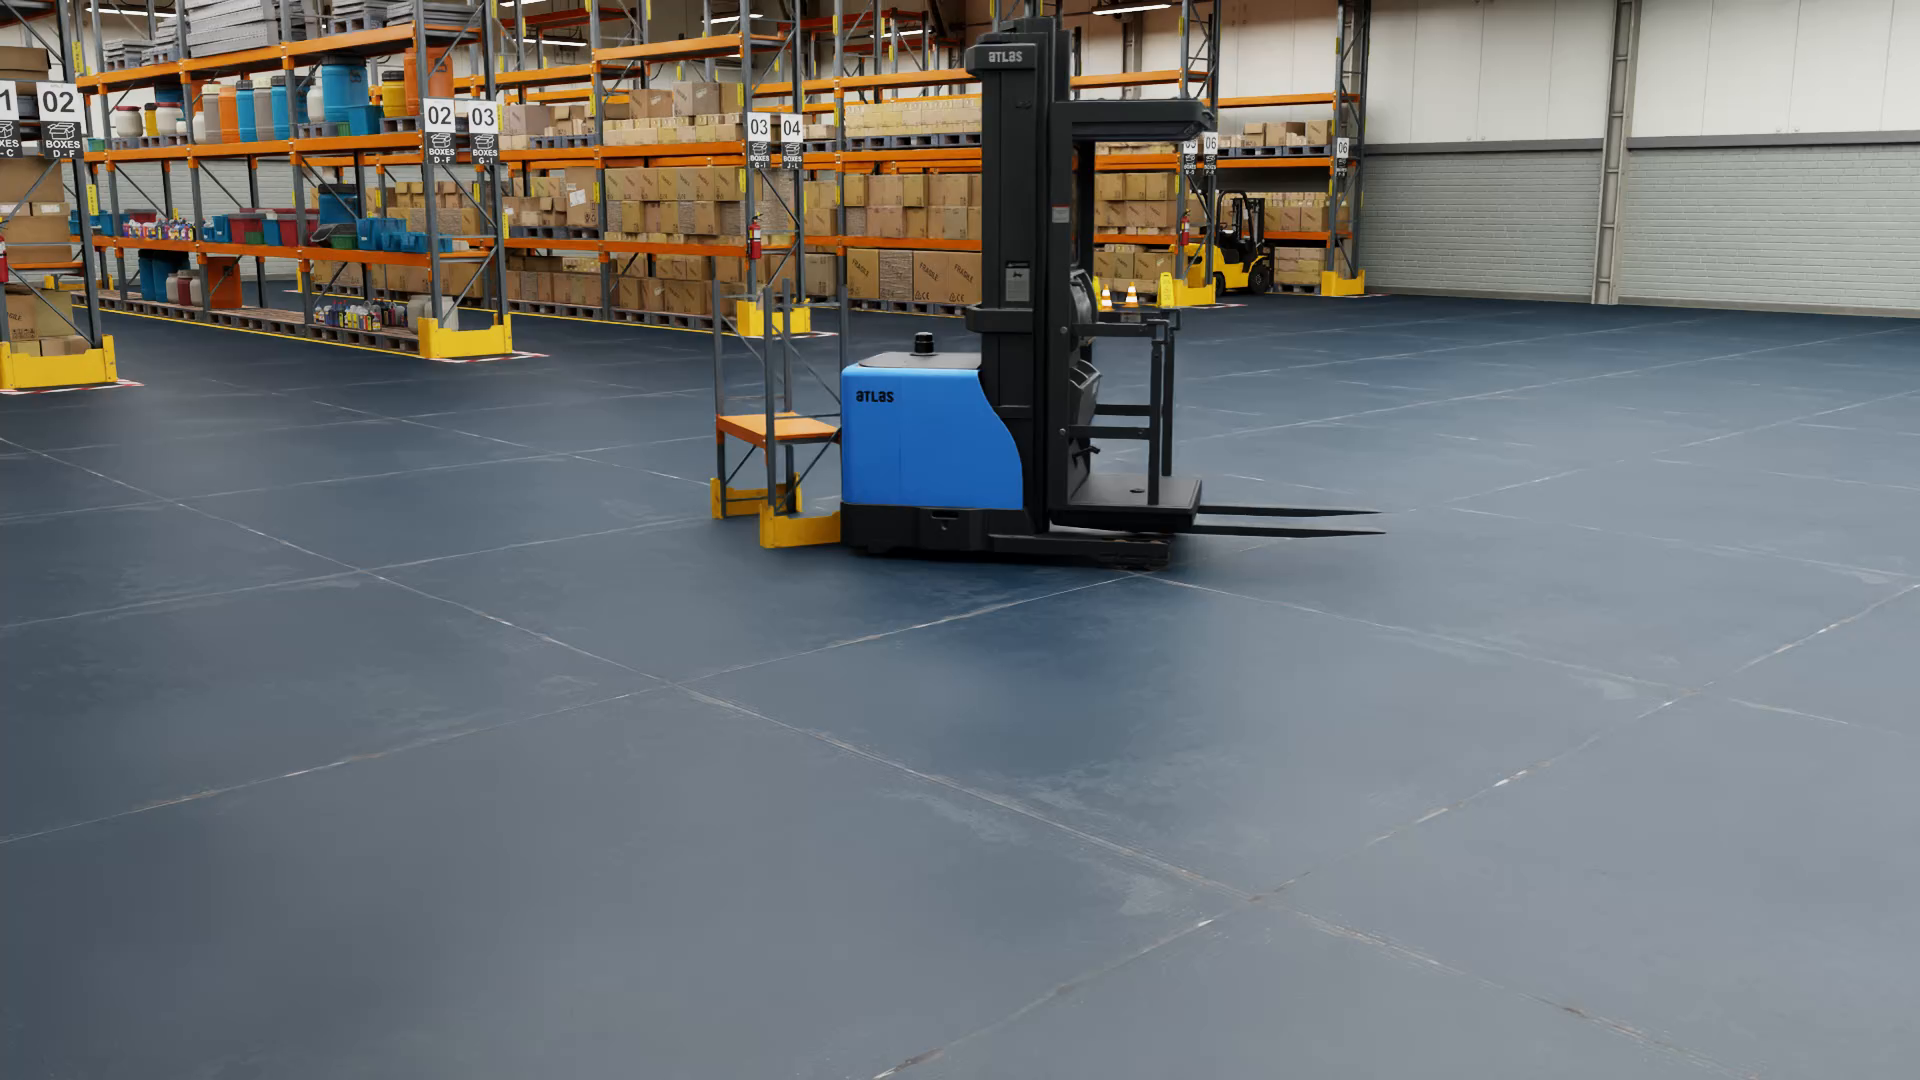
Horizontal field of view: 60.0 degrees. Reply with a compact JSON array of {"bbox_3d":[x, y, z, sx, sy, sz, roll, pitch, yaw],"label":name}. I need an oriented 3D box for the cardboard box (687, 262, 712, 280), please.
[{"bbox_3d":[-5.243,-5.444,34.056,0.500,0.500,0.500,-11,16,-43],"label":"cardboard box"}]

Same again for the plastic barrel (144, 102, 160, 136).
[{"bbox_3d":[-13.824,-7.282,28.884,0.600,0.588,0.600,0,12,0],"label":"plastic barrel"}]

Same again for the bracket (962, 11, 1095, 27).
[{"bbox_3d":[1.728,-12.824,40.933,0.076,0.066,4.783,-11,16,-43],"label":"bracket"}]

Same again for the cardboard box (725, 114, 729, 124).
[{"bbox_3d":[-3.244,-6.202,24.529,0.250,0.149,0.380,11,16,43],"label":"cardboard box"}]

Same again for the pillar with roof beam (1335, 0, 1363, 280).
[{"bbox_3d":[5.080,-9.198,32.256,9.100,9.000,0.548,-11,16,-43],"label":"pillar with roof beam"}]

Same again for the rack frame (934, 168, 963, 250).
[{"bbox_3d":[-0.264,-8.384,43.170,1.000,3.000,0.127,-11,16,-43],"label":"rack frame"}]

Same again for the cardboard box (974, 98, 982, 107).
[{"bbox_3d":[0.447,-7.229,27.489,0.380,0.149,0.250,-11,16,-42],"label":"cardboard box"}]

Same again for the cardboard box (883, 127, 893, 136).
[{"bbox_3d":[-1.127,-7.171,29.187,0.380,0.149,0.250,-11,16,-43],"label":"cardboard box"}]

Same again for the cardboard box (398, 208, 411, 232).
[{"bbox_3d":[-10.534,-6.184,32.247,0.500,0.500,0.500,-11,16,-42],"label":"cardboard box"}]

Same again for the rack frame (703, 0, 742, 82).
[{"bbox_3d":[-4.599,-9.341,32.952,1.000,3.000,0.127,-11,16,-43],"label":"rack frame"}]

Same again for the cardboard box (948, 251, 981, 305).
[{"bbox_3d":[0.409,-4.490,28.498,0.875,0.875,0.875,-11,16,-42],"label":"cardboard box"}]

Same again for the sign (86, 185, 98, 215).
[{"bbox_3d":[-9.494,-3.719,18.185,0.100,0.325,0.005,-11,16,-43],"label":"sign"}]

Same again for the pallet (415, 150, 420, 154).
[{"bbox_3d":[-9.514,-7.353,31.201,1.003,0.211,1.213,-10,15,-40],"label":"pallet"}]

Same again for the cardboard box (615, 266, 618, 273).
[{"bbox_3d":[-7.620,-6.064,37.198,0.380,0.149,0.250,-11,16,-42],"label":"cardboard box"}]

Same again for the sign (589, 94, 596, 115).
[{"bbox_3d":[-5.893,-6.980,26.668,0.100,0.325,0.005,-11,16,-43],"label":"sign"}]

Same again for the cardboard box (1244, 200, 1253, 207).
[{"bbox_3d":[6.344,-7.271,35.915,0.380,0.149,0.250,-11,16,-44],"label":"cardboard box"}]

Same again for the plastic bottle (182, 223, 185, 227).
[{"bbox_3d":[-13.479,-5.378,28.901,0.097,0.271,0.097,0,12,0],"label":"plastic bottle"}]

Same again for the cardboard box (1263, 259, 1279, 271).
[{"bbox_3d":[6.750,-5.911,35.702,0.500,0.250,0.500,-11,16,-44],"label":"cardboard box"}]

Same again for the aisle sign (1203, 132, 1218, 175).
[{"bbox_3d":[4.703,-7.248,31.213,0.394,0.787,0.004,-11,16,-43],"label":"aisle sign"}]

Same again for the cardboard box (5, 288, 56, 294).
[{"bbox_3d":[-10.810,-2.659,19.297,0.500,0.500,0.500,-11,16,-43],"label":"cardboard box"}]

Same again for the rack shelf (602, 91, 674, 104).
[{"bbox_3d":[-5.981,-9.085,34.482,1.077,0.370,4.000,-11,16,-43],"label":"rack shelf"}]

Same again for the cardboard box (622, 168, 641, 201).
[{"bbox_3d":[-5.021,-5.653,26.456,0.500,0.500,0.500,-11,16,-43],"label":"cardboard box"}]

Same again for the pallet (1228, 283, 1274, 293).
[{"bbox_3d":[6.626,-5.550,36.329,1.003,0.211,1.213,-11,16,-43],"label":"pallet"}]

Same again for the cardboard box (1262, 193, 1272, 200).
[{"bbox_3d":[6.669,-7.340,35.512,0.380,0.149,0.250,-10,16,-41],"label":"cardboard box"}]

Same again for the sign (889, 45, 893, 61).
[{"bbox_3d":[-1.488,-10.503,35.883,0.100,0.325,0.005,-11,16,-43],"label":"sign"}]

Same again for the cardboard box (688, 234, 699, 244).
[{"bbox_3d":[-3.953,-4.629,25.569,0.380,0.149,0.250,-11,16,-43],"label":"cardboard box"}]

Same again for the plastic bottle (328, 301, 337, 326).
[{"bbox_3d":[-8.819,-3.195,23.461,0.144,0.351,0.185,-10,16,-41],"label":"plastic bottle"}]

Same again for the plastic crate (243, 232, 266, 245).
[{"bbox_3d":[-10.483,-4.564,25.155,0.450,0.188,0.662,-11,16,-43],"label":"plastic crate"}]

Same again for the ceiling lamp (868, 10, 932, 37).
[{"bbox_3d":[-1.275,-13.752,39.896,0.800,3.185,2.000,-11,16,-43],"label":"ceiling lamp"}]

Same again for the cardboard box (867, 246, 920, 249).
[{"bbox_3d":[-1.506,-6.385,37.694,0.875,0.875,0.875,-11,16,-43],"label":"cardboard box"}]

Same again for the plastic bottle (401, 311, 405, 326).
[{"bbox_3d":[-7.857,-3.131,23.520,0.097,0.201,0.097,0,12,0],"label":"plastic bottle"}]

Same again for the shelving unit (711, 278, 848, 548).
[{"bbox_3d":[-1.100,-0.808,10.119,0.587,1.500,1.083,-5,13,-24],"label":"shelving unit"}]

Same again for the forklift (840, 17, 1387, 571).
[{"bbox_3d":[0.887,-1.383,9.360,3.031,2.935,1.130,2,12,11],"label":"forklift"}]

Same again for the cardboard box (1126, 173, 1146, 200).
[{"bbox_3d":[3.581,-6.744,31.747,0.700,0.500,0.500,-11,16,-42],"label":"cardboard box"}]

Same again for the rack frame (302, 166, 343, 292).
[{"bbox_3d":[-13.781,-6.894,35.941,1.000,3.000,0.127,-11,16,-43],"label":"rack frame"}]

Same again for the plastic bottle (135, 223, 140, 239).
[{"bbox_3d":[-14.244,-5.362,28.825,0.097,0.271,0.097,0,12,0],"label":"plastic bottle"}]

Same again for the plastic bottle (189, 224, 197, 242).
[{"bbox_3d":[-12.427,-4.979,26.934,0.061,0.283,0.133,-11,16,-43],"label":"plastic bottle"}]

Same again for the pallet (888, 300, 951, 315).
[{"bbox_3d":[-0.522,-4.154,29.549,1.003,0.211,1.213,-11,16,-43],"label":"pallet"}]

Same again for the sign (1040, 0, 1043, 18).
[{"bbox_3d":[1.331,-8.785,27.546,0.100,0.325,0.005,-11,16,-43],"label":"sign"}]

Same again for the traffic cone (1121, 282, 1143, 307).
[{"bbox_3d":[3.206,-4.581,30.998,0.336,0.463,0.334,-11,16,-43],"label":"traffic cone"}]

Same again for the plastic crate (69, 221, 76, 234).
[{"bbox_3d":[-16.522,-5.877,31.272,0.416,0.233,0.300,-11,16,-43],"label":"plastic crate"}]

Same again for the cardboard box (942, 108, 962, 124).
[{"bbox_3d":[0.040,-7.137,28.033,0.500,0.250,0.500,-11,16,-42],"label":"cardboard box"}]

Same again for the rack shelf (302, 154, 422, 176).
[{"bbox_3d":[-12.400,-7.719,34.294,1.077,0.370,4.000,-11,16,-43],"label":"rack shelf"}]

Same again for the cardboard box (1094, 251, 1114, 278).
[{"bbox_3d":[2.987,-5.397,32.590,0.500,0.500,0.500,11,16,44],"label":"cardboard box"}]

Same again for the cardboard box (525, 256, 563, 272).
[{"bbox_3d":[-7.399,-4.916,29.583,0.500,0.250,0.500,-9,14,-36],"label":"cardboard box"}]

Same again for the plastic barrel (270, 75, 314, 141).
[{"bbox_3d":[-9.585,-6.211,23.951,0.600,0.901,0.708,-11,16,-43],"label":"plastic barrel"}]

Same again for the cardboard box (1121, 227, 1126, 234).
[{"bbox_3d":[3.331,-5.994,32.194,0.380,0.149,0.250,-11,16,-42],"label":"cardboard box"}]

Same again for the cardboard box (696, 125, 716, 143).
[{"bbox_3d":[-3.595,-6.062,24.841,0.500,0.250,0.500,-11,16,-42],"label":"cardboard box"}]

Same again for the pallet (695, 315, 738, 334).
[{"bbox_3d":[-3.320,-3.328,25.542,1.003,0.211,1.213,-11,16,-43],"label":"pallet"}]

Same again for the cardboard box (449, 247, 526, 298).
[{"bbox_3d":[-8.718,-4.995,30.949,0.875,0.875,1.225,11,16,43],"label":"cardboard box"}]

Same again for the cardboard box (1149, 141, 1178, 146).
[{"bbox_3d":[3.887,-7.519,31.173,0.500,0.250,0.500,-11,16,-43],"label":"cardboard box"}]

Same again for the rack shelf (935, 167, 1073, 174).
[{"bbox_3d":[1.117,-9.209,41.524,1.077,0.370,4.000,-11,16,-43],"label":"rack shelf"}]

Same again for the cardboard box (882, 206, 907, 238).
[{"bbox_3d":[-0.890,-5.668,29.619,0.875,0.550,0.550,-11,16,-43],"label":"cardboard box"}]

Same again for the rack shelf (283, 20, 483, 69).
[{"bbox_3d":[-7.695,-6.551,22.181,1.077,0.370,4.000,-11,16,-43],"label":"rack shelf"}]
